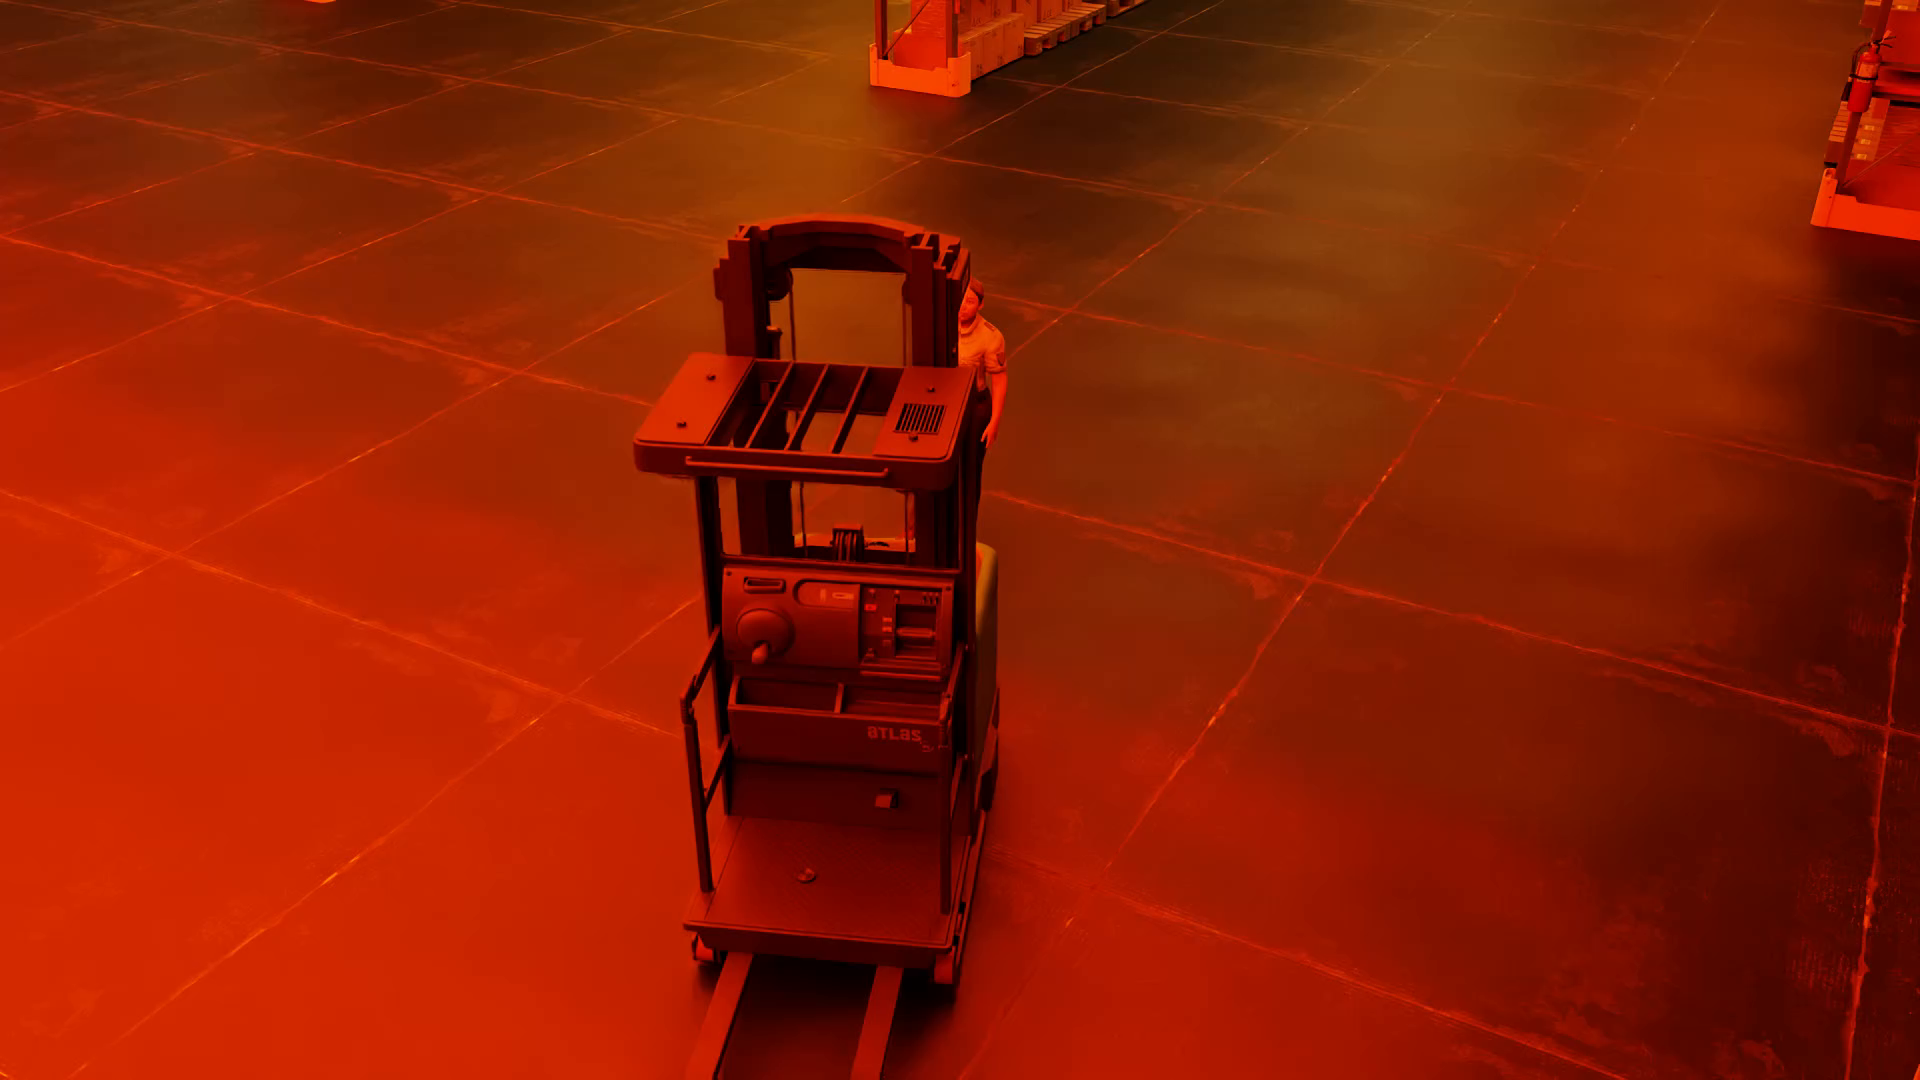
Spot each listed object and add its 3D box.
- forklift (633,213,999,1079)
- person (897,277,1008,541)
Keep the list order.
[{"bbox_3d":[-0.513,0.370,6.429,1.130,2.935,3.031,4,30,7],"label":"forklift"},{"bbox_3d":[-0.064,-0.685,9.529,0.598,1.651,0.502,15,33,25],"label":"person"}]
